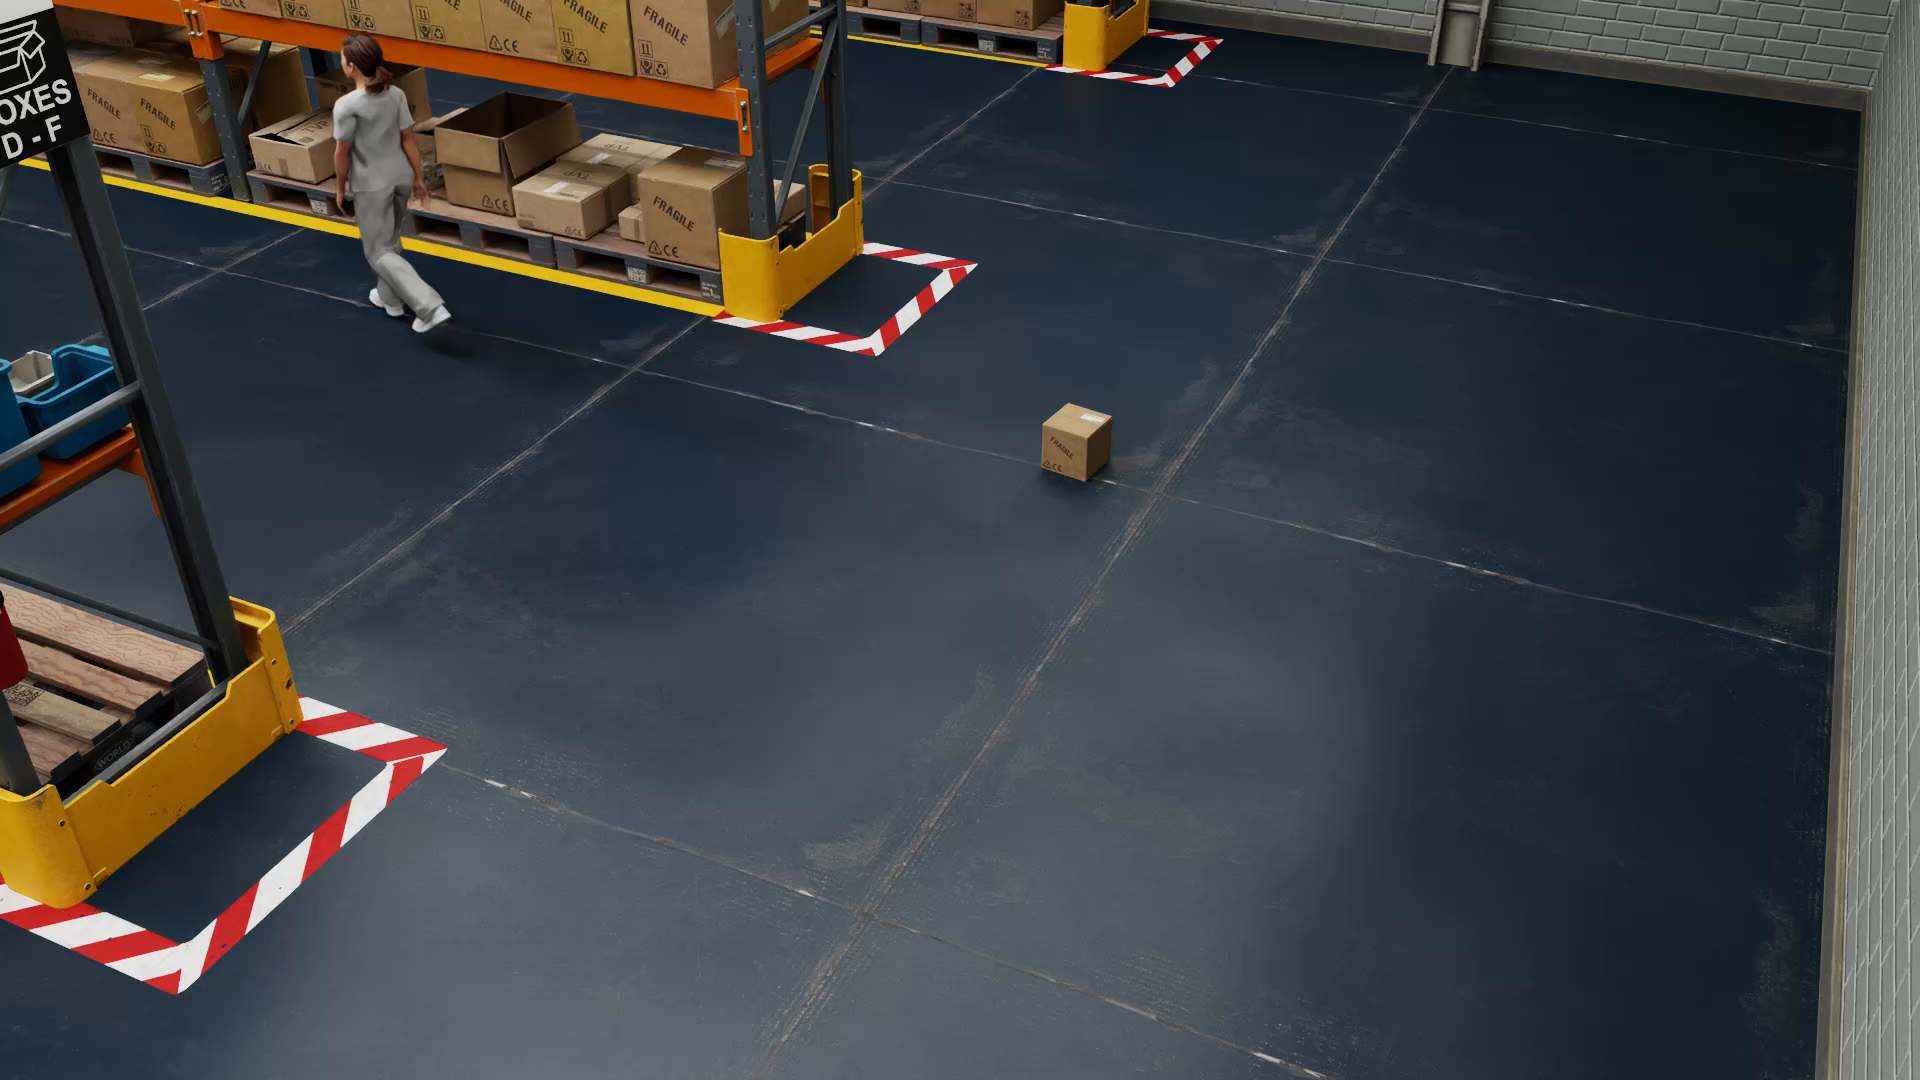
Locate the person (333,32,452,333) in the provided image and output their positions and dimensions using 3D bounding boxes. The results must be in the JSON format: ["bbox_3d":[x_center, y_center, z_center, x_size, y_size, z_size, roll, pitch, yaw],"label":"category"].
[{"bbox_3d":[-3.104,-1.892,8.978,0.893,1.623,0.445,21,39,28],"label":"person"}]
